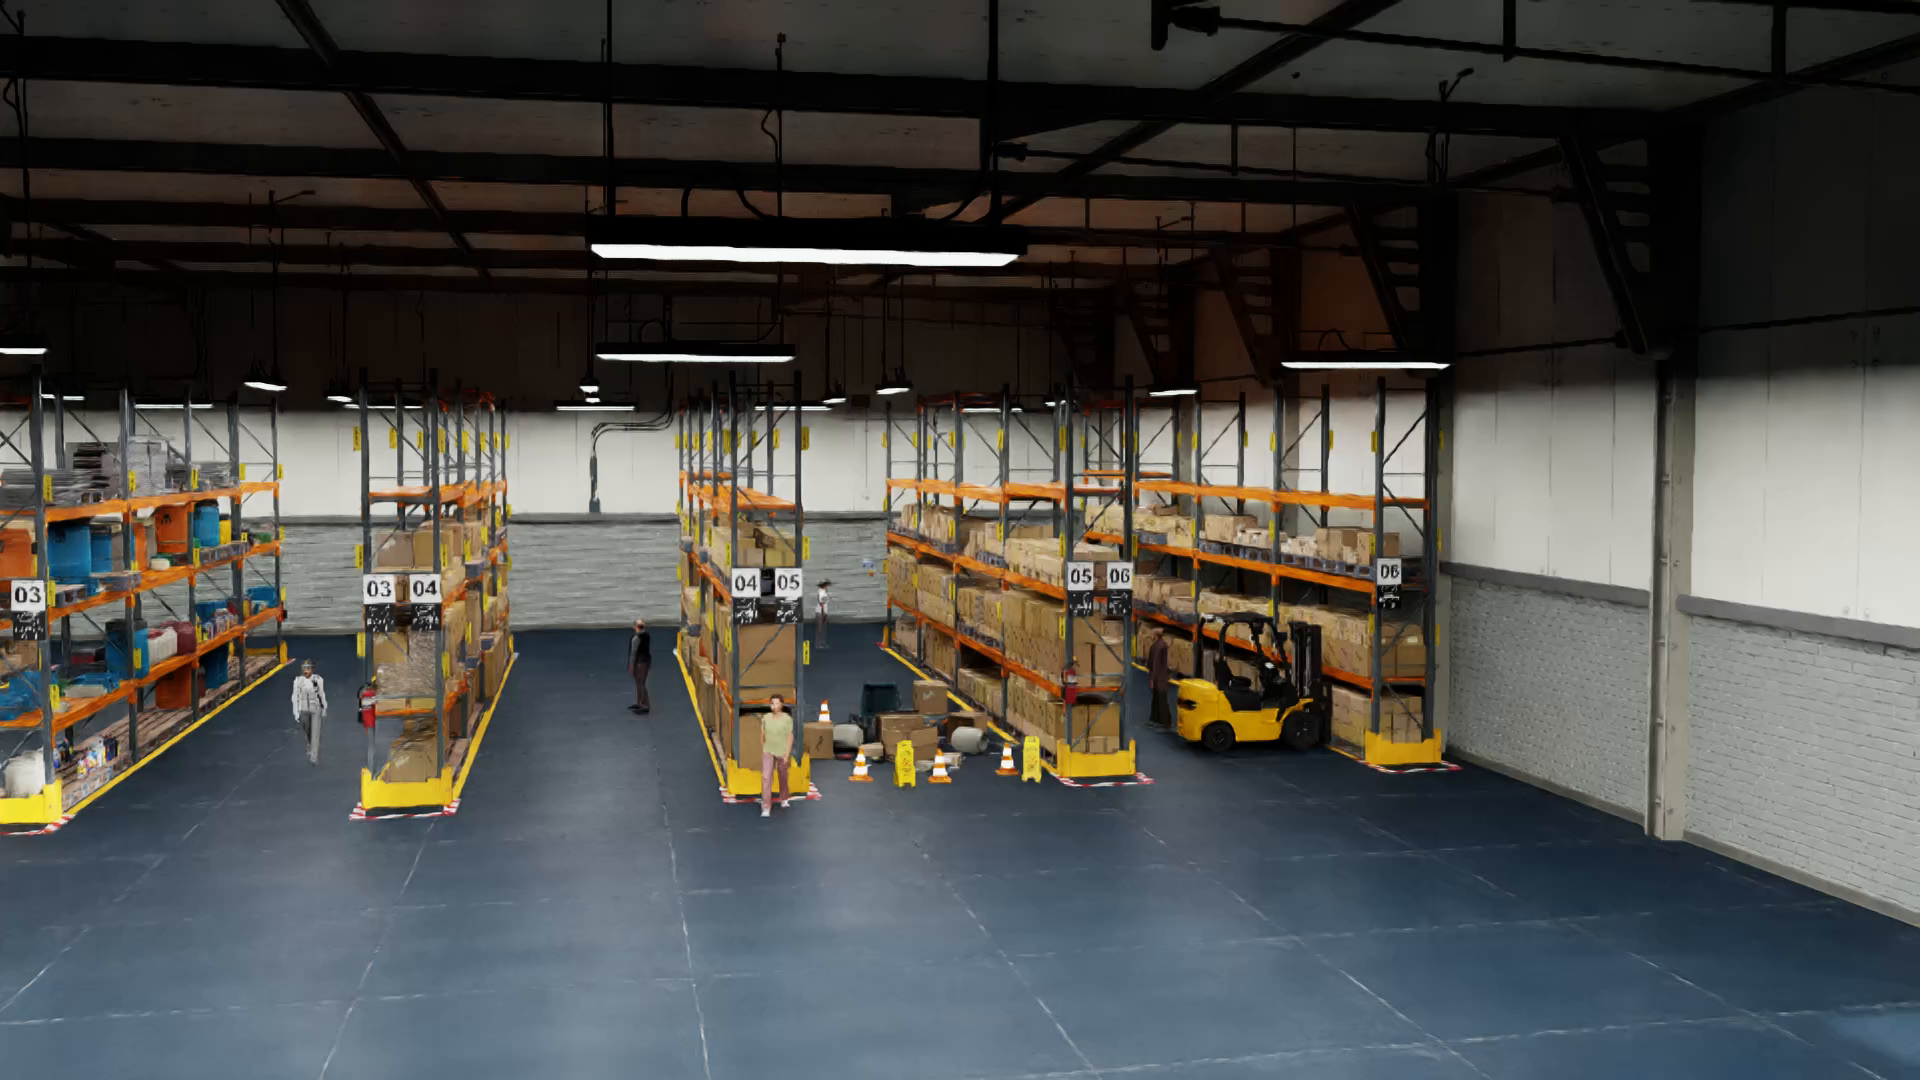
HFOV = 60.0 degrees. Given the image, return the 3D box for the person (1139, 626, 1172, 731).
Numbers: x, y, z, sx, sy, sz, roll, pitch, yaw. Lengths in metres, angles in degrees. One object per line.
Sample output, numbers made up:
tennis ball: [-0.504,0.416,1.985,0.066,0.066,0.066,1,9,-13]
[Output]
person: [3.402,2.382,28.848,0.636,1.767,0.677,1,4,18]

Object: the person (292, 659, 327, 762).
person: [-10.186,2.640,26.005,0.495,1.589,1.086,-1,3,-10]

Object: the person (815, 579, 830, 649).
person: [-3.315,1.770,40.055,0.372,1.678,0.518,0,3,-3]

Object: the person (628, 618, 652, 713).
person: [-5.935,2.302,30.743,0.555,1.722,0.614,1,4,17]

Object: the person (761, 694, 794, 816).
person: [-2.449,2.856,22.319,0.447,1.605,1.017,0,3,-3]
